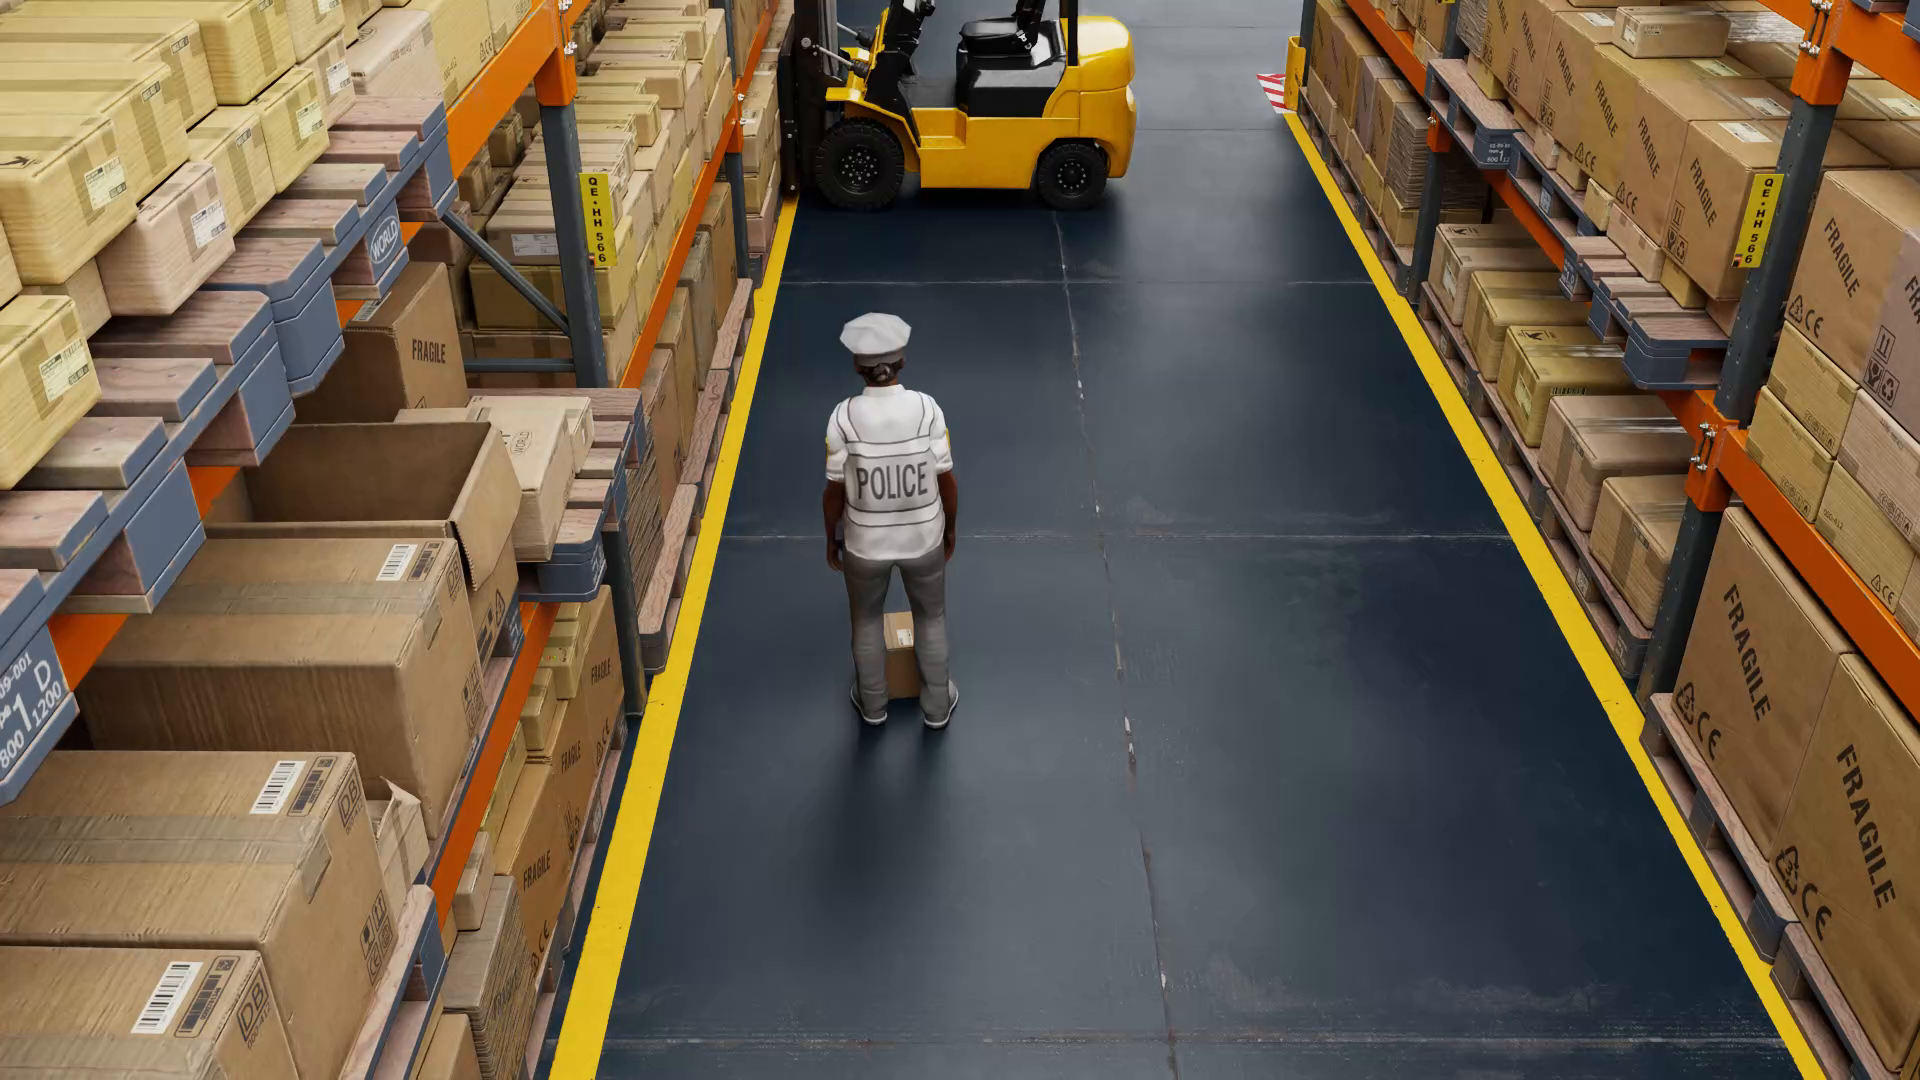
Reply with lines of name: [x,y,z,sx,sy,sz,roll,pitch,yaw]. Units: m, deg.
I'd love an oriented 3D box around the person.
person: [-0.251,-0.017,6.164,0.509,1.657,0.425,-4,32,-7]
